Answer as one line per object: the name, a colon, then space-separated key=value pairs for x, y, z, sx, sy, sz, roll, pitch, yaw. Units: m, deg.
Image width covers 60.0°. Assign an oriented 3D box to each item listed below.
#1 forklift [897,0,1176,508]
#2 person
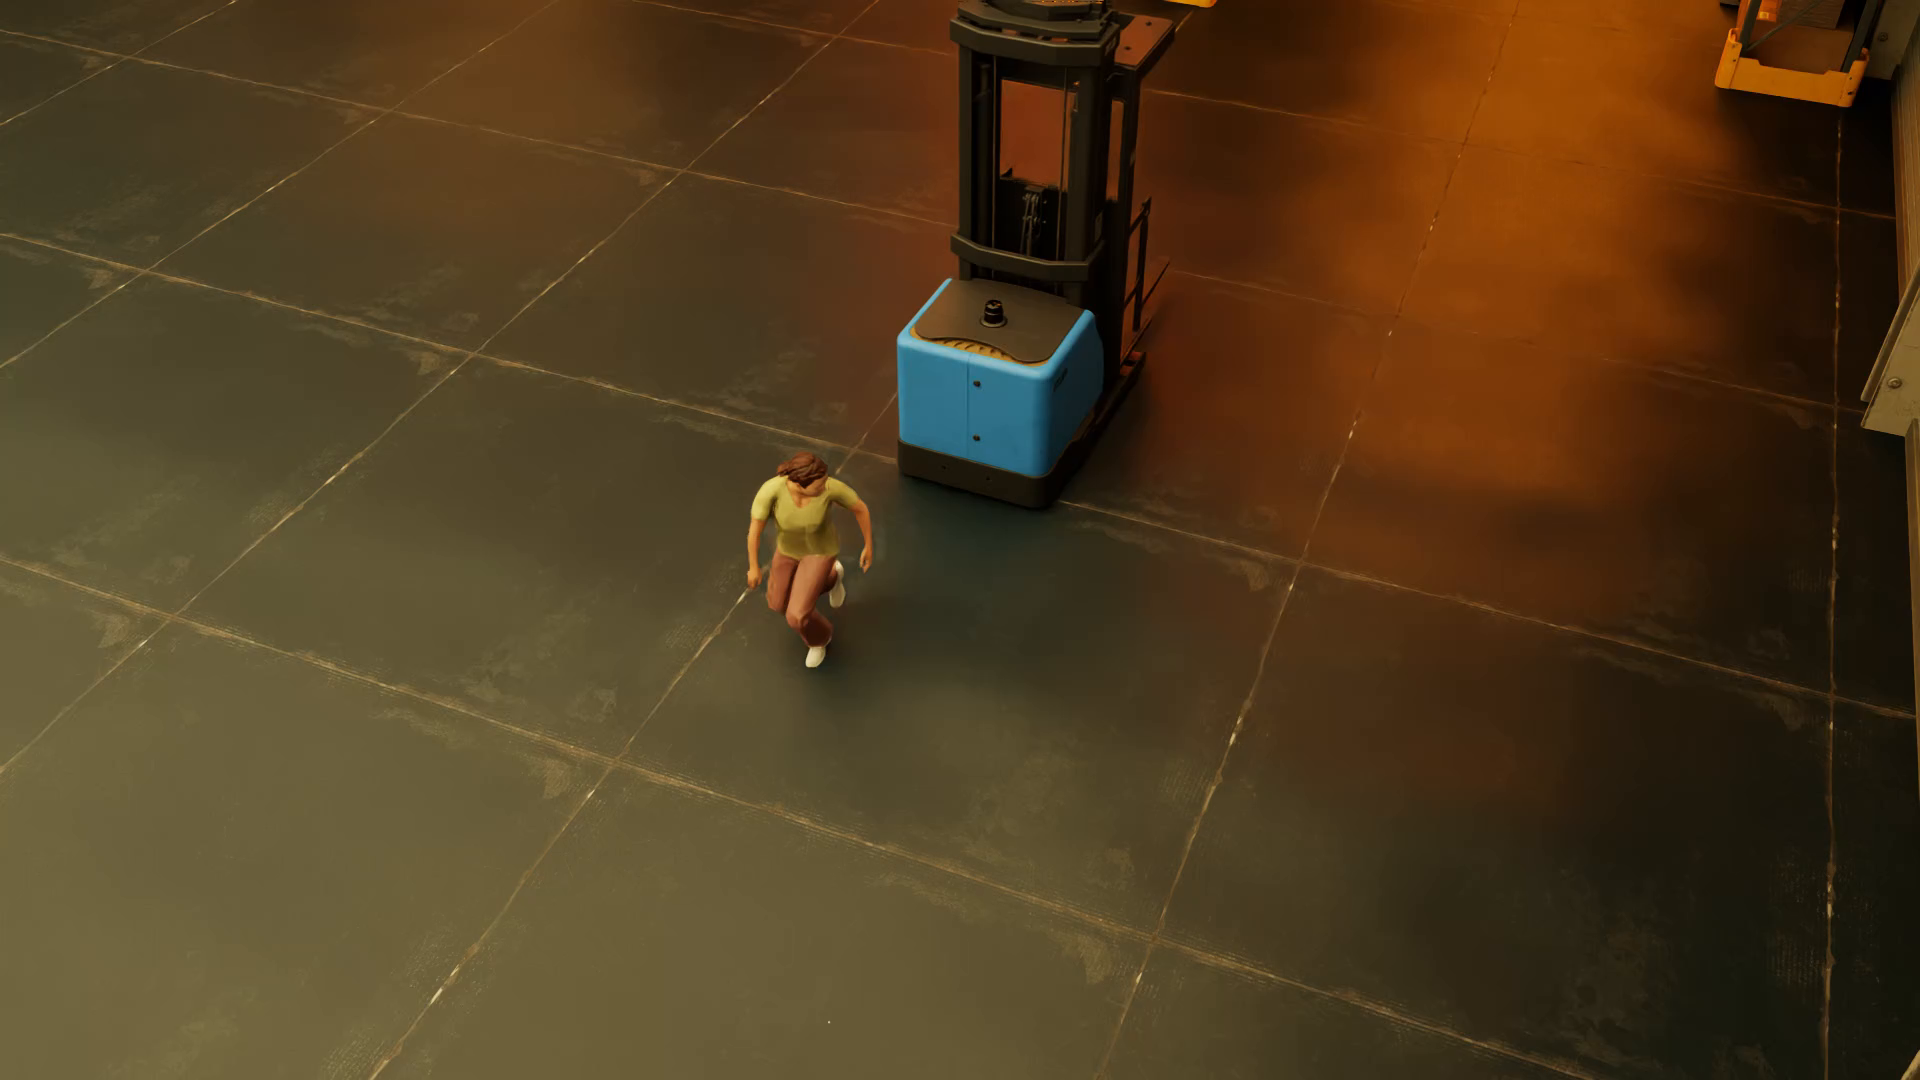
forklift: x=0.656 y=-2.272 z=10.720 sx=1.130 sy=2.935 sz=3.031 roll=16 pitch=42 yaw=18
person: x=-0.784 y=0.021 z=9.150 sx=0.620 sy=1.461 sz=0.694 roll=11 pitch=41 yaw=13
